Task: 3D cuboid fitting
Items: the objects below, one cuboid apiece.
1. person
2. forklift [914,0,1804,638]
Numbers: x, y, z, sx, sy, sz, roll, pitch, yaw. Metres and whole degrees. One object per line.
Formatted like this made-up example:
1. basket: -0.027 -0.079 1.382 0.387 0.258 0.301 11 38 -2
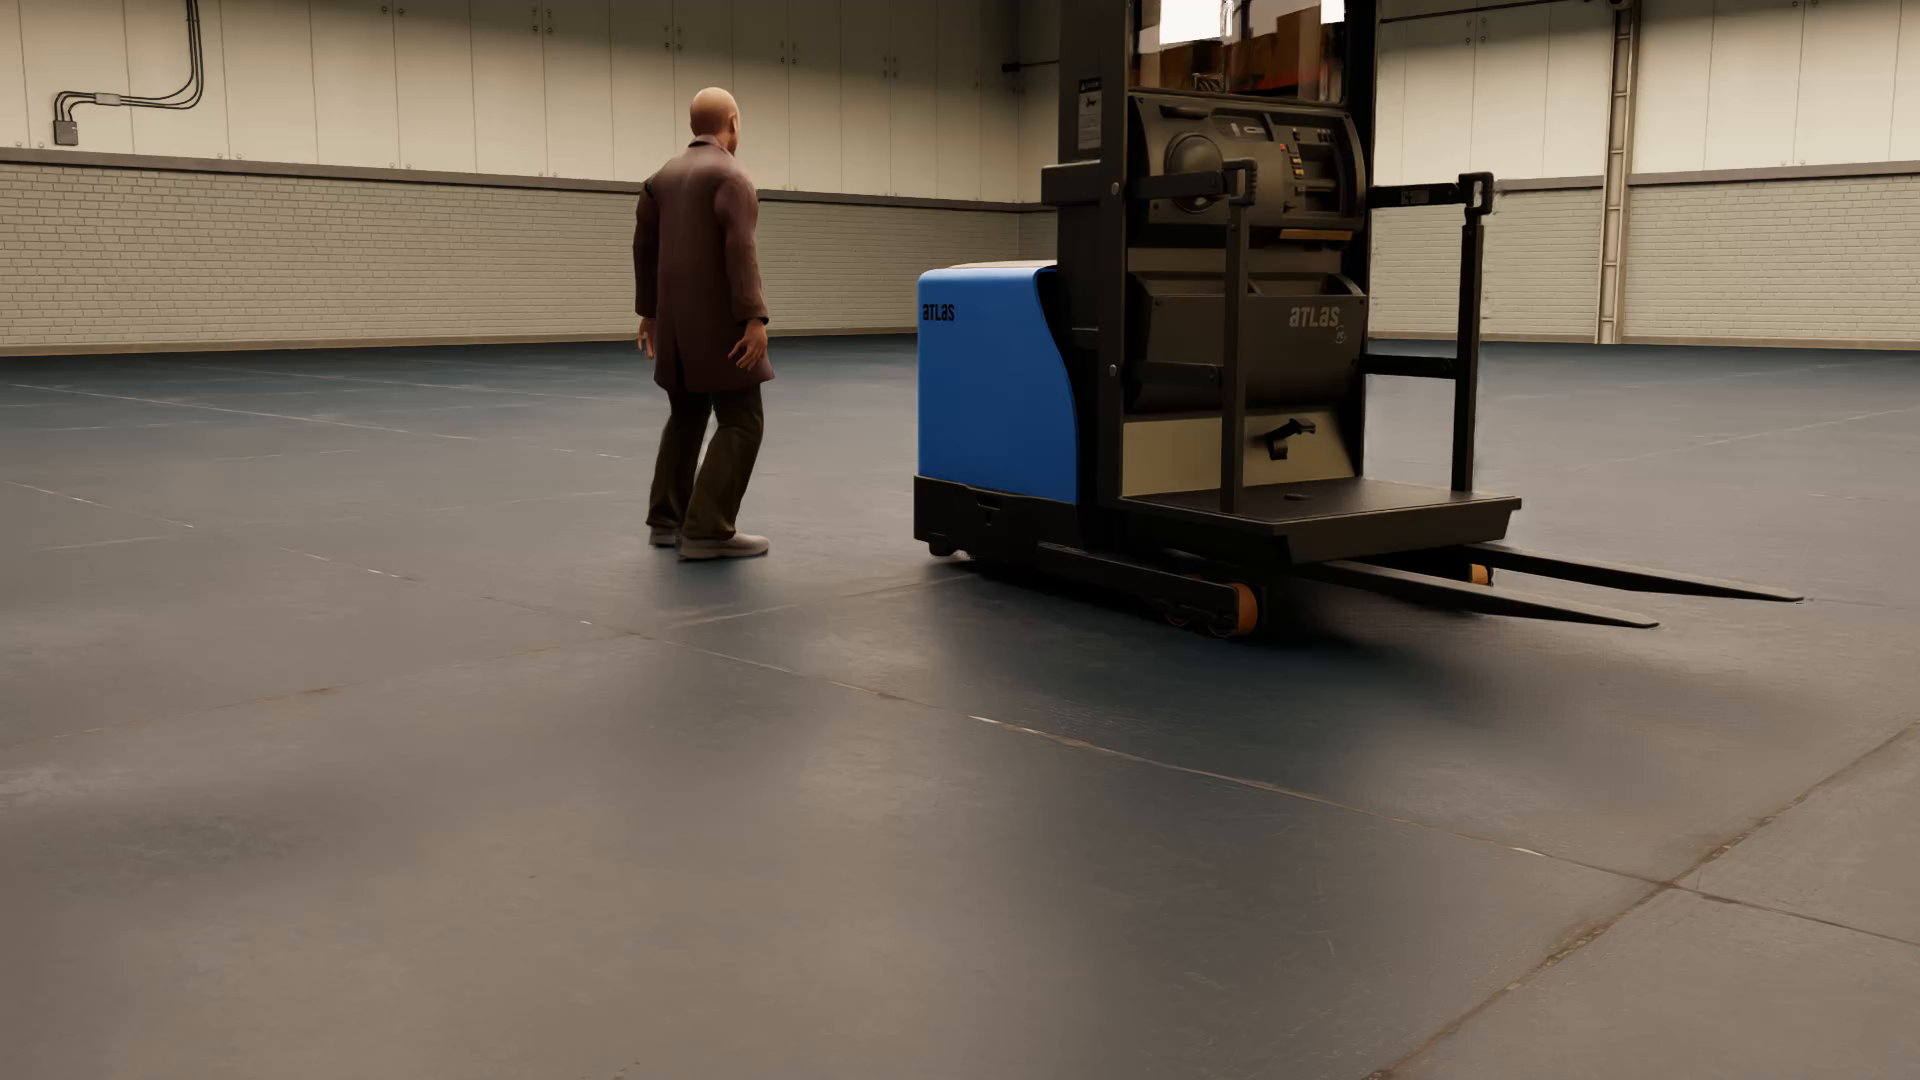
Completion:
1. person: -0.970 -0.816 6.291 0.890 1.750 0.423 8 12 44
2. forklift: 1.053 -1.244 5.134 1.130 2.935 3.031 -6 10 -33
